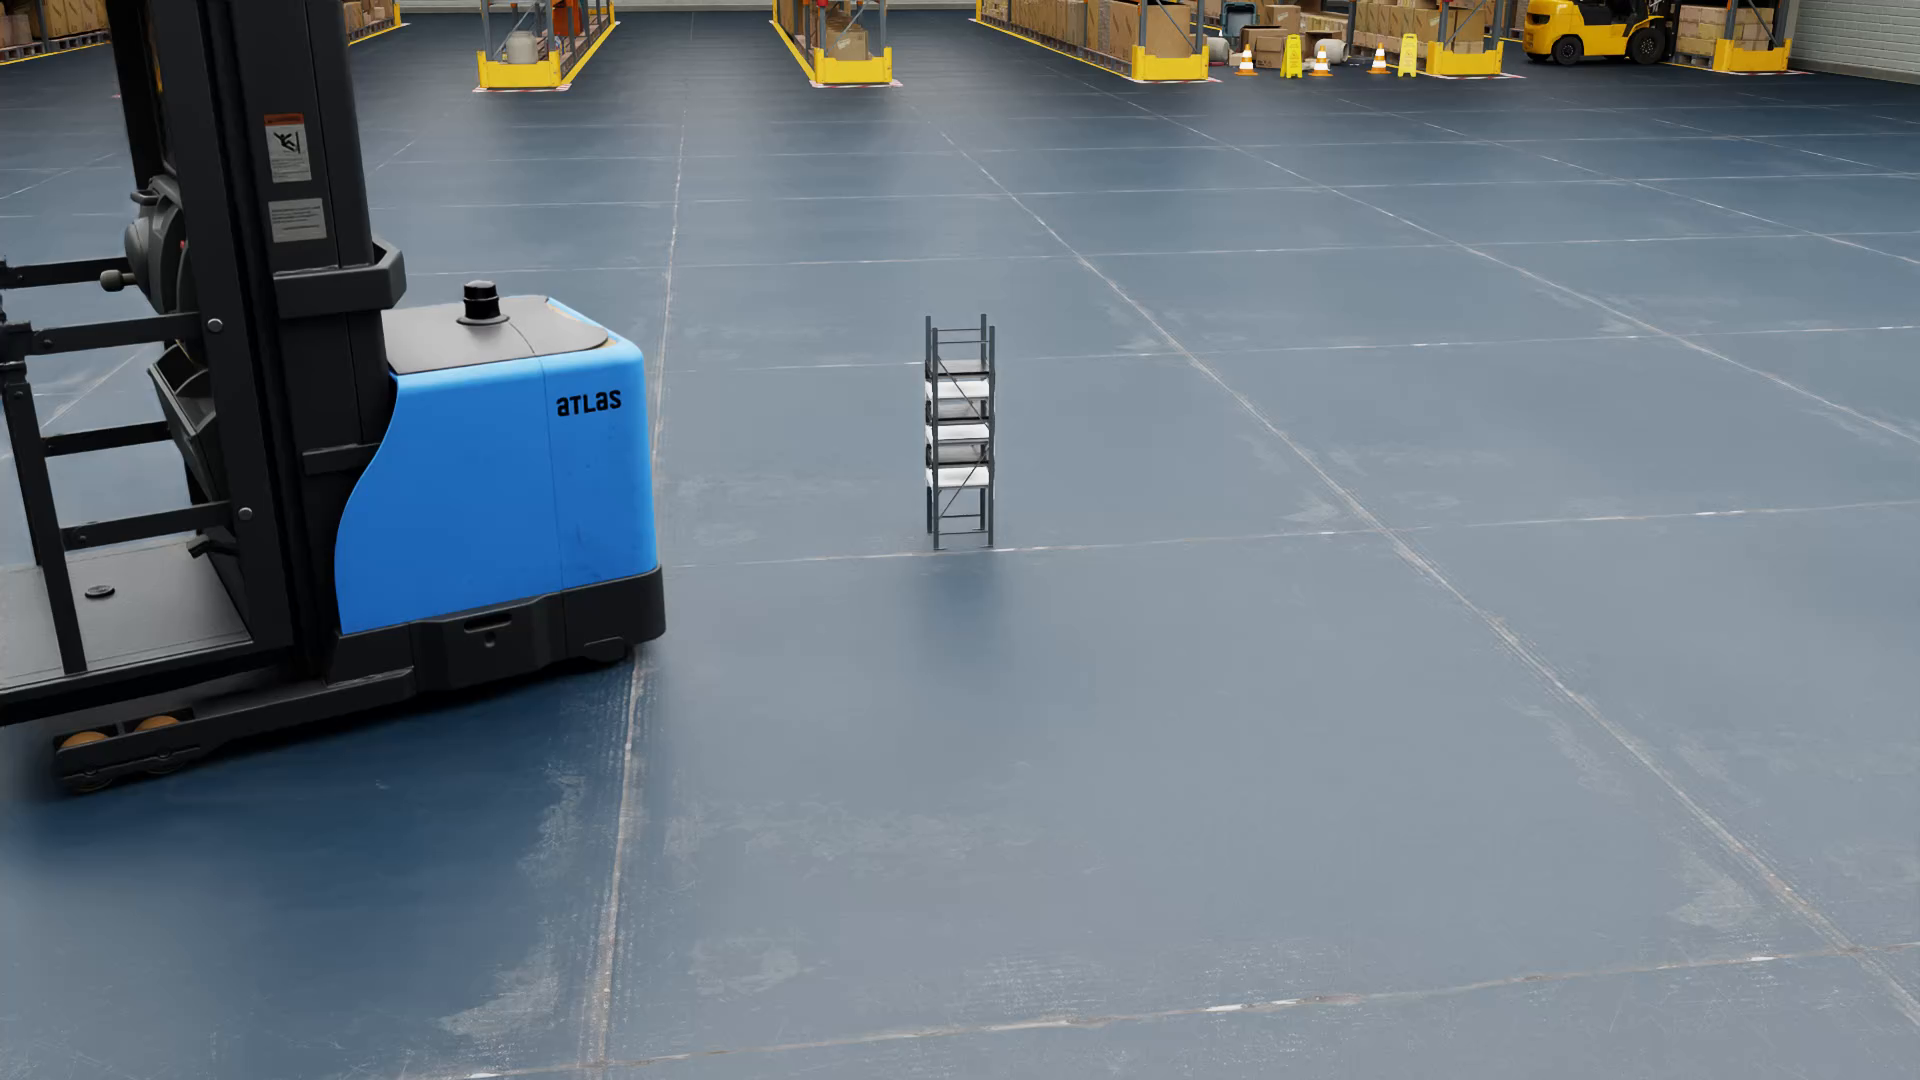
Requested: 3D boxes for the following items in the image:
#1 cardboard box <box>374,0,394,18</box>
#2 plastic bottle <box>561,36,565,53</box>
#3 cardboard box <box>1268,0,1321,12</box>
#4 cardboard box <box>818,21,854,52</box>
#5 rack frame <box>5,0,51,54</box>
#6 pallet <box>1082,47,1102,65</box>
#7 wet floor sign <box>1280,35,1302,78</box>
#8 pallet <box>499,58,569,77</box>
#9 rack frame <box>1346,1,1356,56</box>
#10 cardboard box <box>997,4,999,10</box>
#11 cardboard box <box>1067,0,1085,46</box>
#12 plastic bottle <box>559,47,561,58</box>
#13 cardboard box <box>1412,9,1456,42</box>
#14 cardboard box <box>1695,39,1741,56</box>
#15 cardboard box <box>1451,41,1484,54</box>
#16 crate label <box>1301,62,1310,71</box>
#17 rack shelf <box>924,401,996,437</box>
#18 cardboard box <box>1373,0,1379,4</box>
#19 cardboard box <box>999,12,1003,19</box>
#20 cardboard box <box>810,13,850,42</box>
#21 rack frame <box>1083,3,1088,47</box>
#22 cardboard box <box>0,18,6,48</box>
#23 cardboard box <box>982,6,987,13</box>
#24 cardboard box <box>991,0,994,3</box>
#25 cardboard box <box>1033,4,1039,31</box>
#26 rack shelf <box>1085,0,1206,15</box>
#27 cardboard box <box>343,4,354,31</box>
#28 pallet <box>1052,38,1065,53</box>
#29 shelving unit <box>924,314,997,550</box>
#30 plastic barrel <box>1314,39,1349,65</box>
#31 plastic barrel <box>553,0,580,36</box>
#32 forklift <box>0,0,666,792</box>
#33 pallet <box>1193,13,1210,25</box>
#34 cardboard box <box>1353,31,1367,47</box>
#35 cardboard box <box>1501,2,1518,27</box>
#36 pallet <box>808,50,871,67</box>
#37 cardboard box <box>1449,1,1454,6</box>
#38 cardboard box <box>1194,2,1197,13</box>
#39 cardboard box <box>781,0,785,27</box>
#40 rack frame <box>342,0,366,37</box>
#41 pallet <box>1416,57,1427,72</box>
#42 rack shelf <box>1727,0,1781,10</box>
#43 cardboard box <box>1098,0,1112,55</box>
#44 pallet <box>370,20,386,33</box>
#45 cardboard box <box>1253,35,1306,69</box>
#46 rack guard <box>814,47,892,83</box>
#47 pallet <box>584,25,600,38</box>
[{"bbox_3d":[-13.420,-12.353,38.446,0.500,0.500,0.500,-3,21,-8],"label":"cardboard box"},{"bbox_3d":[-6.714,-8.371,28.095,0.061,0.283,0.133,-2,21,-5],"label":"plastic bottle"},{"bbox_3d":[7.004,-11.166,34.763,0.875,0.875,0.875,-3,21,-8],"label":"cardboard box"},{"bbox_3d":[-2.101,-8.524,28.225,0.500,0.500,0.500,4,21,9],"label":"cardboard box"},{"bbox_3d":[-17.490,-10.472,30.468,1.000,3.000,0.127,-3,21,-8],"label":"rack frame"},{"bbox_3d":[2.746,-8.479,29.115,1.003,0.211,1.213,-3,21,-8],"label":"pallet"},{"bbox_3d":[5.254,-7.654,26.287,0.267,0.644,0.232,-7,21,-17],"label":"wet floor sign"},{"bbox_3d":[-6.875,-7.623,26.824,1.003,0.211,1.213,-3,21,-8],"label":"pallet"},{"bbox_3d":[7.598,-10.337,30.105,1.000,3.000,0.127,-3,21,-8],"label":"rack frame"},{"bbox_3d":[1.079,-12.373,38.607,0.380,0.149,0.250,-4,21,-10],"label":"cardboard box"},{"bbox_3d":[2.535,-9.405,30.226,1.050,0.750,0.750,-3,21,-8],"label":"cardboard box"},{"bbox_3d":[-6.594,-8.000,27.218,0.097,0.201,0.097,0,20,0],"label":"plastic bottle"},{"bbox_3d":[7.801,-8.476,27.381,0.500,0.500,0.500,-3,21,-7],"label":"cardboard box"},{"bbox_3d":[12.705,-8.259,27.871,0.500,0.250,0.500,-3,21,-7],"label":"cardboard box"},{"bbox_3d":[8.332,-8.154,27.590,0.500,0.250,0.500,-3,21,-8],"label":"cardboard box"},{"bbox_3d":[5.612,-7.790,27.378,0.250,0.136,0.298,-15,25,-35],"label":"crate label"},{"bbox_3d":[-0.001,-0.477,6.546,0.258,0.077,0.200,-3,21,-8],"label":"rack shelf"},{"bbox_3d":[7.450,-9.459,29.084,0.380,0.149,0.250,-2,21,-6],"label":"cardboard box"},{"bbox_3d":[1.110,-11.984,37.990,0.380,0.149,0.250,-4,21,-10],"label":"cardboard box"},{"bbox_3d":[-2.407,-9.446,30.663,0.700,0.500,0.500,-5,21,-12],"label":"cardboard box"},{"bbox_3d":[2.714,-10.052,29.343,1.000,3.000,0.127,-3,21,-8],"label":"rack frame"},{"bbox_3d":[-17.276,-8.906,29.218,0.700,0.500,0.500,-3,21,-8],"label":"cardboard box"},{"bbox_3d":[0.743,-12.871,40.363,0.380,0.149,0.250,-2,21,-7],"label":"cardboard box"},{"bbox_3d":[0.933,-12.694,39.039,0.380,0.149,0.250,-3,21,-7],"label":"cardboard box"},{"bbox_3d":[1.784,-10.677,33.990,0.500,0.500,0.500,-3,21,-8],"label":"cardboard box"},{"bbox_3d":[3.002,-9.023,27.615,1.077,0.370,4.000,-3,21,-8],"label":"rack shelf"},{"bbox_3d":[-12.676,-10.642,33.866,0.500,0.500,0.500,-3,21,-7],"label":"cardboard box"},{"bbox_3d":[2.349,-9.433,31.669,1.003,0.211,1.213,-3,21,-8],"label":"pallet"},{"bbox_3d":[-0.001,-0.424,6.566,0.258,0.900,0.210,-3,21,-8],"label":"shelving unit"},{"bbox_3d":[6.378,-8.384,28.558,0.512,0.421,0.421,12,24,30],"label":"plastic barrel"},{"bbox_3d":[-7.774,-10.321,32.563,0.600,0.830,0.708,-3,21,-8],"label":"plastic barrel"},{"bbox_3d":[-2.530,-0.861,4.833,3.031,2.935,1.130,-12,24,-29],"label":"forklift"},{"bbox_3d":[6.233,-12.491,39.858,1.003,0.211,1.213,-3,21,-8],"label":"pallet"},{"bbox_3d":[7.415,-9.028,29.929,0.500,0.250,0.500,-4,21,-10],"label":"cardboard box"},{"bbox_3d":[11.659,-11.135,35.214,0.500,0.500,0.500,-2,21,-6],"label":"cardboard box"},{"bbox_3d":[-2.077,-8.300,28.637,1.003,0.211,1.213,-3,21,-8],"label":"pallet"},{"bbox_3d":[11.289,-12.021,37.588,0.500,0.500,0.500,-3,21,-8],"label":"cardboard box"},{"bbox_3d":[6.202,-12.948,40.158,0.875,0.438,0.875,-2,21,-6],"label":"cardboard box"},{"bbox_3d":[-3.120,-11.278,35.062,1.225,0.875,0.875,-4,21,-10],"label":"cardboard box"},{"bbox_3d":[-13.165,-12.108,34.849,1.000,3.000,0.127,-3,21,-8],"label":"rack frame"},{"bbox_3d":[8.081,-7.955,27.713,1.003,0.211,1.213,-3,21,-8],"label":"pallet"},{"bbox_3d":[12.797,-9.559,29.051,1.077,0.370,4.000,-3,21,-8],"label":"rack shelf"},{"bbox_3d":[2.869,-8.720,28.214,0.875,0.875,0.875,-3,21,-7],"label":"cardboard box"},{"bbox_3d":[-13.443,-11.463,37.107,1.003,0.211,1.213,-3,21,-8],"label":"pallet"},{"bbox_3d":[5.416,-8.263,28.120,0.637,0.503,0.797,17,27,39],"label":"cardboard box"},{"bbox_3d":[-1.643,-7.307,25.567,1.175,0.500,0.348,-3,21,-8],"label":"rack guard"},{"bbox_3d":[-8.193,-10.781,35.281,1.003,0.211,1.213,-3,21,-8],"label":"pallet"}]
